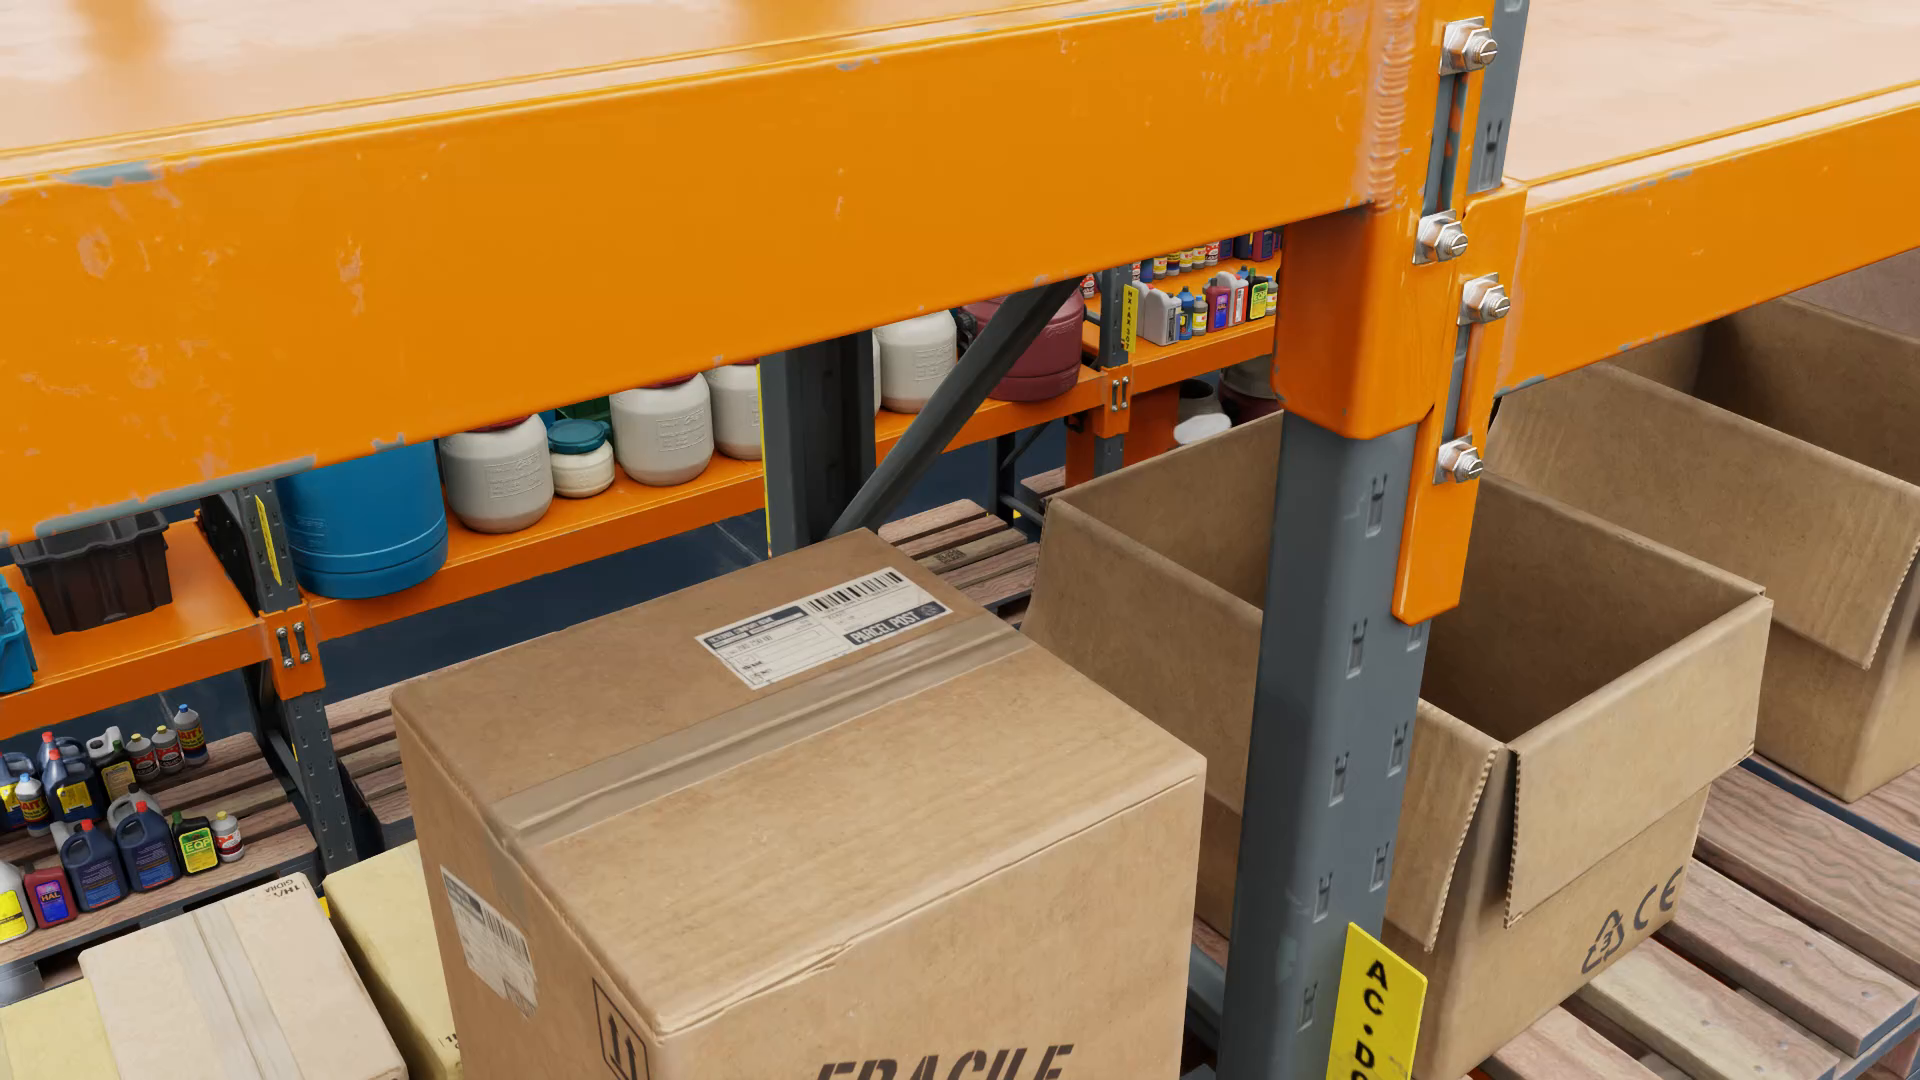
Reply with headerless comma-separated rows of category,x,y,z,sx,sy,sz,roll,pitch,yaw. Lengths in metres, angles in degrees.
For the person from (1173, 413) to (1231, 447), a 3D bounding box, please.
person,1.143,0.216,7.234,0.972,1.619,0.476,8,30,15
